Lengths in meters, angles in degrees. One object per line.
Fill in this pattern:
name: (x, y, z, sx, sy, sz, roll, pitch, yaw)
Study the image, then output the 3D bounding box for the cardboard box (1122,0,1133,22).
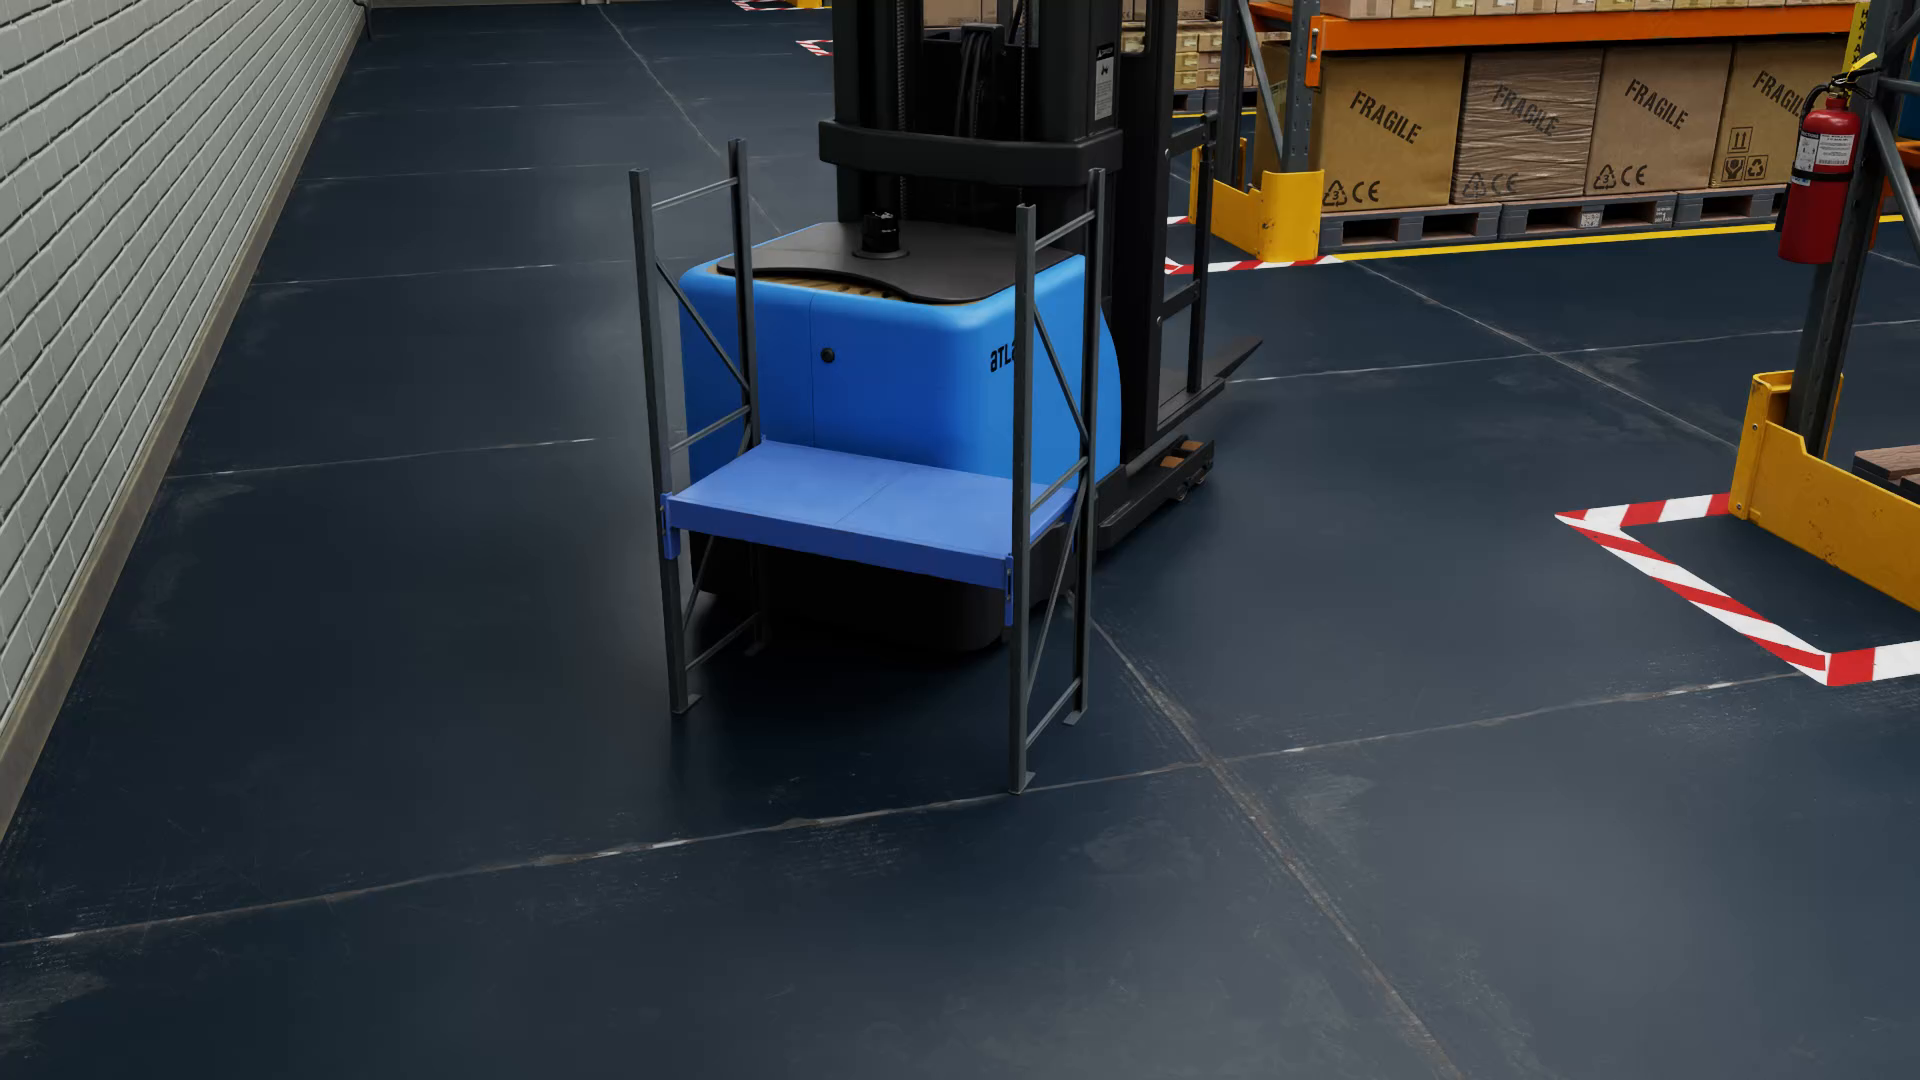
cardboard box: (1.436, -6.264, 19.261, 0.875, 0.438, 0.875, -7, 24, -16)

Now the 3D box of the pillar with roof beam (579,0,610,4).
pillar with roof beam: (-3.941, -10.006, 17.656, 0.400, 9.000, 9.100, -6, 24, -14)

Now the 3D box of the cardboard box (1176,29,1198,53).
cardboard box: (1.837, -4.270, 14.225, 0.250, 0.149, 0.380, -8, 24, -17)

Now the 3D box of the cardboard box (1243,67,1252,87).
cardboard box: (2.331, -4.023, 14.405, 0.250, 0.149, 0.380, -8, 24, -17)

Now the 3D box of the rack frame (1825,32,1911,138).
rack frame: (5.608, -3.608, 10.354, 0.127, 3.000, 1.000, -6, 24, -14)

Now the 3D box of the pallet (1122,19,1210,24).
pallet: (2.178, -6.037, 19.553, 1.213, 0.211, 1.003, -6, 24, -14)

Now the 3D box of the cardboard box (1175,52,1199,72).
cardboard box: (1.855, -4.107, 14.223, 0.250, 0.149, 0.380, -6, 24, -13)

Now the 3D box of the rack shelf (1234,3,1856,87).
rack shelf: (3.683, -3.064, 9.999, 4.000, 0.370, 1.077, -6, 24, -14)

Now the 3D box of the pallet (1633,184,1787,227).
pallet: (4.855, -2.275, 10.784, 1.213, 0.211, 1.003, -6, 24, -14)

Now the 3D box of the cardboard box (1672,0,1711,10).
cardboard box: (4.166, -3.198, 9.718, 0.250, 0.149, 0.380, -7, 24, -15)

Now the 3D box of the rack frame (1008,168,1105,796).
rack frame: (0.239, -0.129, 4.149, 0.032, 1.500, 0.500, 10, 25, 22)

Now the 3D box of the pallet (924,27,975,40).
pallet: (-0.171, -5.777, 18.947, 1.213, 0.211, 1.003, -6, 24, -14)

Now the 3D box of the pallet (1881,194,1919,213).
pallet: (6.331, -2.437, 11.162, 1.213, 0.211, 1.003, -6, 24, -14)

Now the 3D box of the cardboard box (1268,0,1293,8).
cardboard box: (2.011, -3.229, 9.790, 0.250, 0.149, 0.380, -6, 24, -13)

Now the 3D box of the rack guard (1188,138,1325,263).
rack guard: (1.734, -2.030, 9.848, 0.348, 0.500, 1.175, -6, 24, -14)

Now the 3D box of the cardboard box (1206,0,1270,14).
cardboard box: (3.507, -6.683, 19.683, 0.875, 0.875, 0.875, -6, 24, -13)

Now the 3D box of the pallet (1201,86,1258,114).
pallet: (2.552, -4.004, 14.813, 1.213, 0.211, 1.003, -6, 24, -14)

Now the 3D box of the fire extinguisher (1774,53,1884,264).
fire extinguisher: (2.827, -1.251, 5.432, 0.183, 0.674, 0.296, -6, 24, -14)

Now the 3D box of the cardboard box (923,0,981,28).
cardboard box: (-0.312, -6.068, 18.804, 0.875, 0.438, 0.875, -7, 24, -16)

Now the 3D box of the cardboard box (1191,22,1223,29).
cardboard box: (2.222, -4.504, 14.772, 0.250, 0.149, 0.380, -7, 24, -16)

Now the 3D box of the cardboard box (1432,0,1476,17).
cardboard box: (2.681, -3.034, 9.335, 0.250, 0.149, 0.380, -7, 24, -16)

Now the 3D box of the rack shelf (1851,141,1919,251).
rack shelf: (5.020, -1.184, 5.617, 4.000, 0.370, 1.077, -6, 24, -14)

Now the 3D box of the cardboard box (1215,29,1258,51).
cardboard box: (2.372, -4.306, 14.310, 0.250, 0.149, 0.380, -6, 24, -14)

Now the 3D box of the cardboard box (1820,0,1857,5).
cardboard box: (5.155, -3.308, 9.974, 0.250, 0.149, 0.380, -6, 24, -13)

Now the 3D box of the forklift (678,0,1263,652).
forklift: (0.299, -1.564, 5.677, 1.130, 2.935, 3.031, 12, 26, 26)

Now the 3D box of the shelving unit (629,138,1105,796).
shelving unit: (-0.224, -0.212, 4.341, 1.048, 1.500, 0.538, 10, 25, 22)

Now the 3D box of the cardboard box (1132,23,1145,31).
cardboard box: (1.695, -4.469, 14.689, 0.250, 0.149, 0.380, -7, 24, -16)

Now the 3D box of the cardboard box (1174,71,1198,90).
cardboard box: (1.848, -3.966, 14.272, 0.250, 0.149, 0.380, -6, 24, -14)

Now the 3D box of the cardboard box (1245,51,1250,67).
cardboard box: (2.335, -4.216, 14.477, 0.250, 0.149, 0.380, -5, 24, -12)

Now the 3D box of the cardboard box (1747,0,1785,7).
cardboard box: (4.660, -3.253, 9.846, 0.250, 0.149, 0.380, -6, 24, -13)

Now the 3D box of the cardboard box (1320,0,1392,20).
cardboard box: (2.188, -2.979, 9.207, 0.250, 0.149, 0.380, -6, 24, -14)

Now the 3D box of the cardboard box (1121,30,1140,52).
cardboard box: (1.344, -4.234, 14.141, 0.250, 0.149, 0.380, -6, 24, -13)

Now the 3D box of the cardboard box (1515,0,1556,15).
cardboard box: (3.177, -3.089, 9.463, 0.250, 0.149, 0.380, -7, 24, -15)

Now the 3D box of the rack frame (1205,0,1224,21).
rack frame: (2.931, -7.370, 19.122, 0.127, 3.000, 1.000, -6, 24, -14)

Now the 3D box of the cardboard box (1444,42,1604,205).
cardboard box: (3.228, -2.594, 10.153, 0.875, 0.875, 0.875, -6, 24, -14)

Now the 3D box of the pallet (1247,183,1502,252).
pallet: (2.506, -2.015, 10.178, 1.213, 0.211, 1.003, -6, 24, -14)

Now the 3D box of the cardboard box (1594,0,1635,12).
cardboard box: (3.668, -3.143, 9.590, 0.250, 0.149, 0.380, -7, 24, -16)

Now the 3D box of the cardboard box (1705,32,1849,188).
cardboard box: (4.951, -2.784, 10.597, 0.875, 0.875, 0.875, -6, 24, -14)

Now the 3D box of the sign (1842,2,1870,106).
sign: (2.931, -1.583, 5.429, 0.005, 0.325, 0.100, -6, 24, -14)

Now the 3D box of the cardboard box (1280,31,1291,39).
cardboard box: (2.857, -4.354, 14.422, 0.250, 0.149, 0.380, -7, 24, -16)
